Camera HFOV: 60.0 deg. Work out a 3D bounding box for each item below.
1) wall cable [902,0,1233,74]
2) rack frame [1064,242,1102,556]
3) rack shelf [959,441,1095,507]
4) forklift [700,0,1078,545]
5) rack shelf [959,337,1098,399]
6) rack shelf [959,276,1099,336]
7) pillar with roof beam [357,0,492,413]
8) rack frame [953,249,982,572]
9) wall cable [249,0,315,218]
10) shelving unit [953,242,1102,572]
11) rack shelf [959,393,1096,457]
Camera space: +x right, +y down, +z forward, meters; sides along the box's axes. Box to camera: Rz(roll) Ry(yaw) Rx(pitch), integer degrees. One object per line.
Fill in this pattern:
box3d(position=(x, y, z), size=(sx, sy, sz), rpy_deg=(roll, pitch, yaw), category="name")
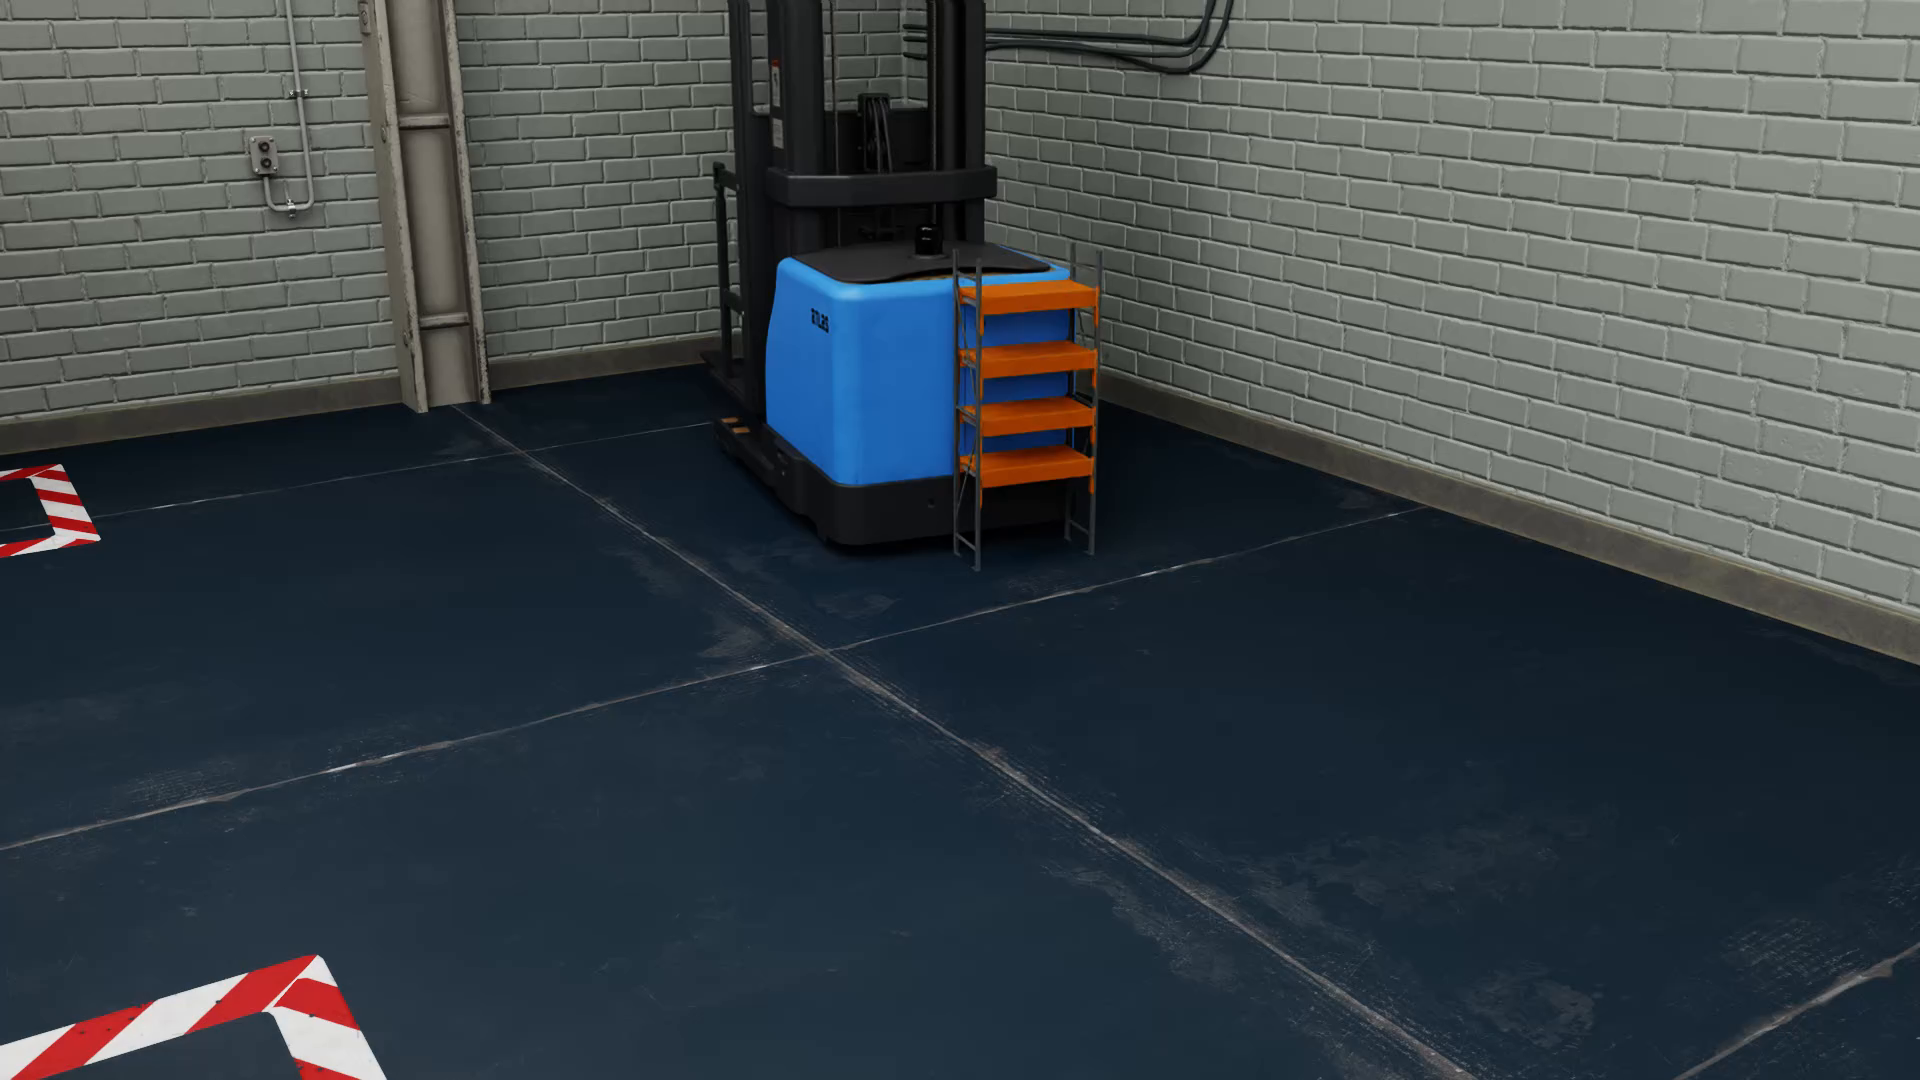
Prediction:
box3d(position=(0.381, -3.728, 8.568), size=(0.112, 2.526, 3.097), rpy_deg=(-12, 22, -31), category="wall cable")
box3d(position=(0.477, -0.540, 6.470), size=(0.015, 1.200, 0.240), rpy_deg=(-8, 20, -21), category="rack frame")
box3d(position=(0.252, -0.259, 6.467), size=(0.480, 0.148, 0.258), rpy_deg=(-8, 20, -21), category="rack shelf")
box3d(position=(-0.542, -1.801, 7.495), size=(1.130, 2.935, 3.031), rpy_deg=(-7, 20, -21), category="forklift")
box3d(position=(0.252, -0.659, 6.331), size=(0.480, 0.148, 0.258), rpy_deg=(-8, 20, -21), category="rack shelf")
box3d(position=(0.252, -0.883, 6.256), size=(0.480, 0.148, 0.258), rpy_deg=(-8, 20, -21), category="rack shelf")
box3d(position=(-0.392, -3.853, 4.092), size=(0.400, 9.000, 9.100), rpy_deg=(-12, 22, -31), category="pillar with roof beam")
box3d(position=(0.026, -0.481, 6.293), size=(0.015, 1.200, 0.240), rpy_deg=(-8, 20, -21), category="rack frame")
box3d(position=(-3.990, -2.416, 7.621), size=(1.851, 1.984, 0.084), rpy_deg=(-12, 22, -31), category="wall cable")
box3d(position=(0.252, -0.511, 6.381), size=(0.503, 1.200, 0.258), rpy_deg=(-8, 20, -21), category="shelving unit")
box3d(position=(0.252, -0.447, 6.403), size=(0.480, 0.148, 0.258), rpy_deg=(-8, 20, -21), category="rack shelf")
